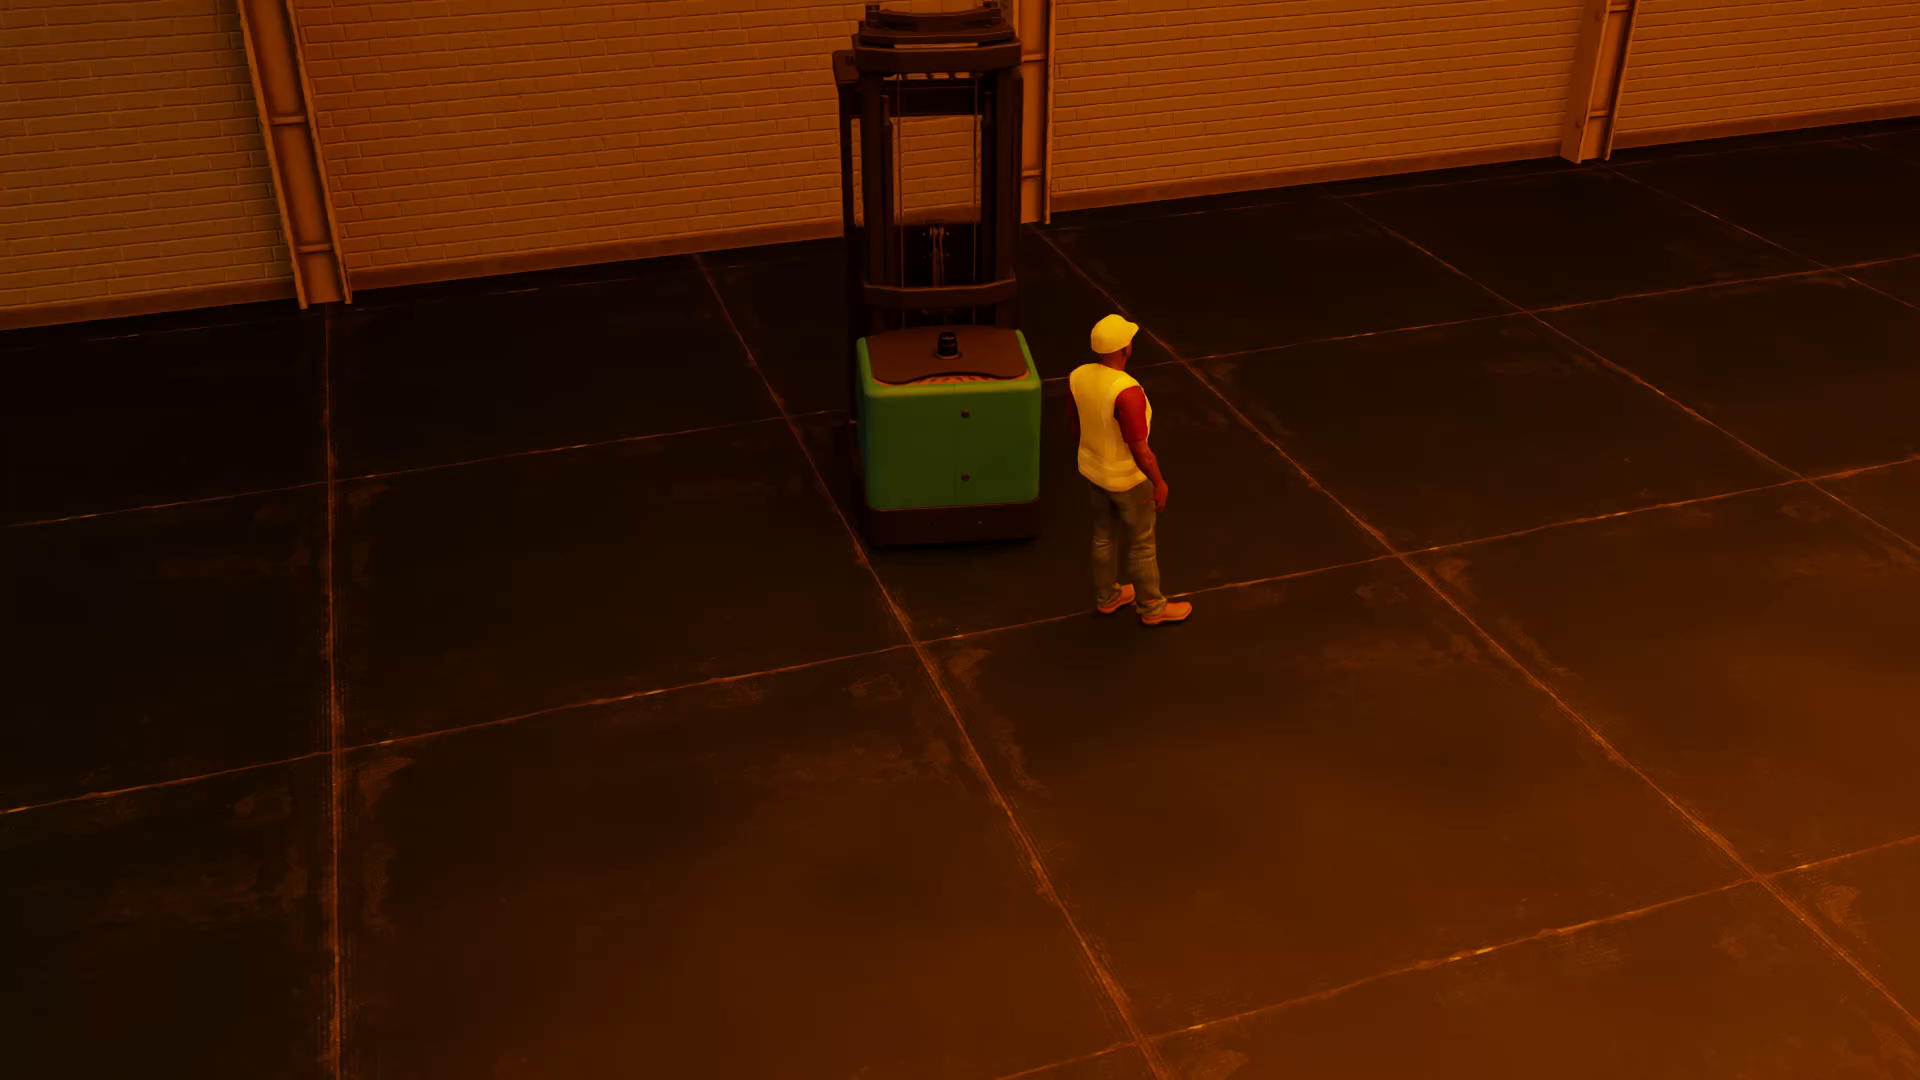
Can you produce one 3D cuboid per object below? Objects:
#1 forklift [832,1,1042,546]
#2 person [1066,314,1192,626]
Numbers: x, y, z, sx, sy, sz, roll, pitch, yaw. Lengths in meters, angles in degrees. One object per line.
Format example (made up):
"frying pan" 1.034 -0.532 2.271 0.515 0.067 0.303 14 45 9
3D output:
"forklift" -0.200 -1.946 10.469 1.130 2.935 3.031 -3 30 -6
"person" 0.899 -0.390 8.919 0.574 1.767 0.668 -20 35 -30
